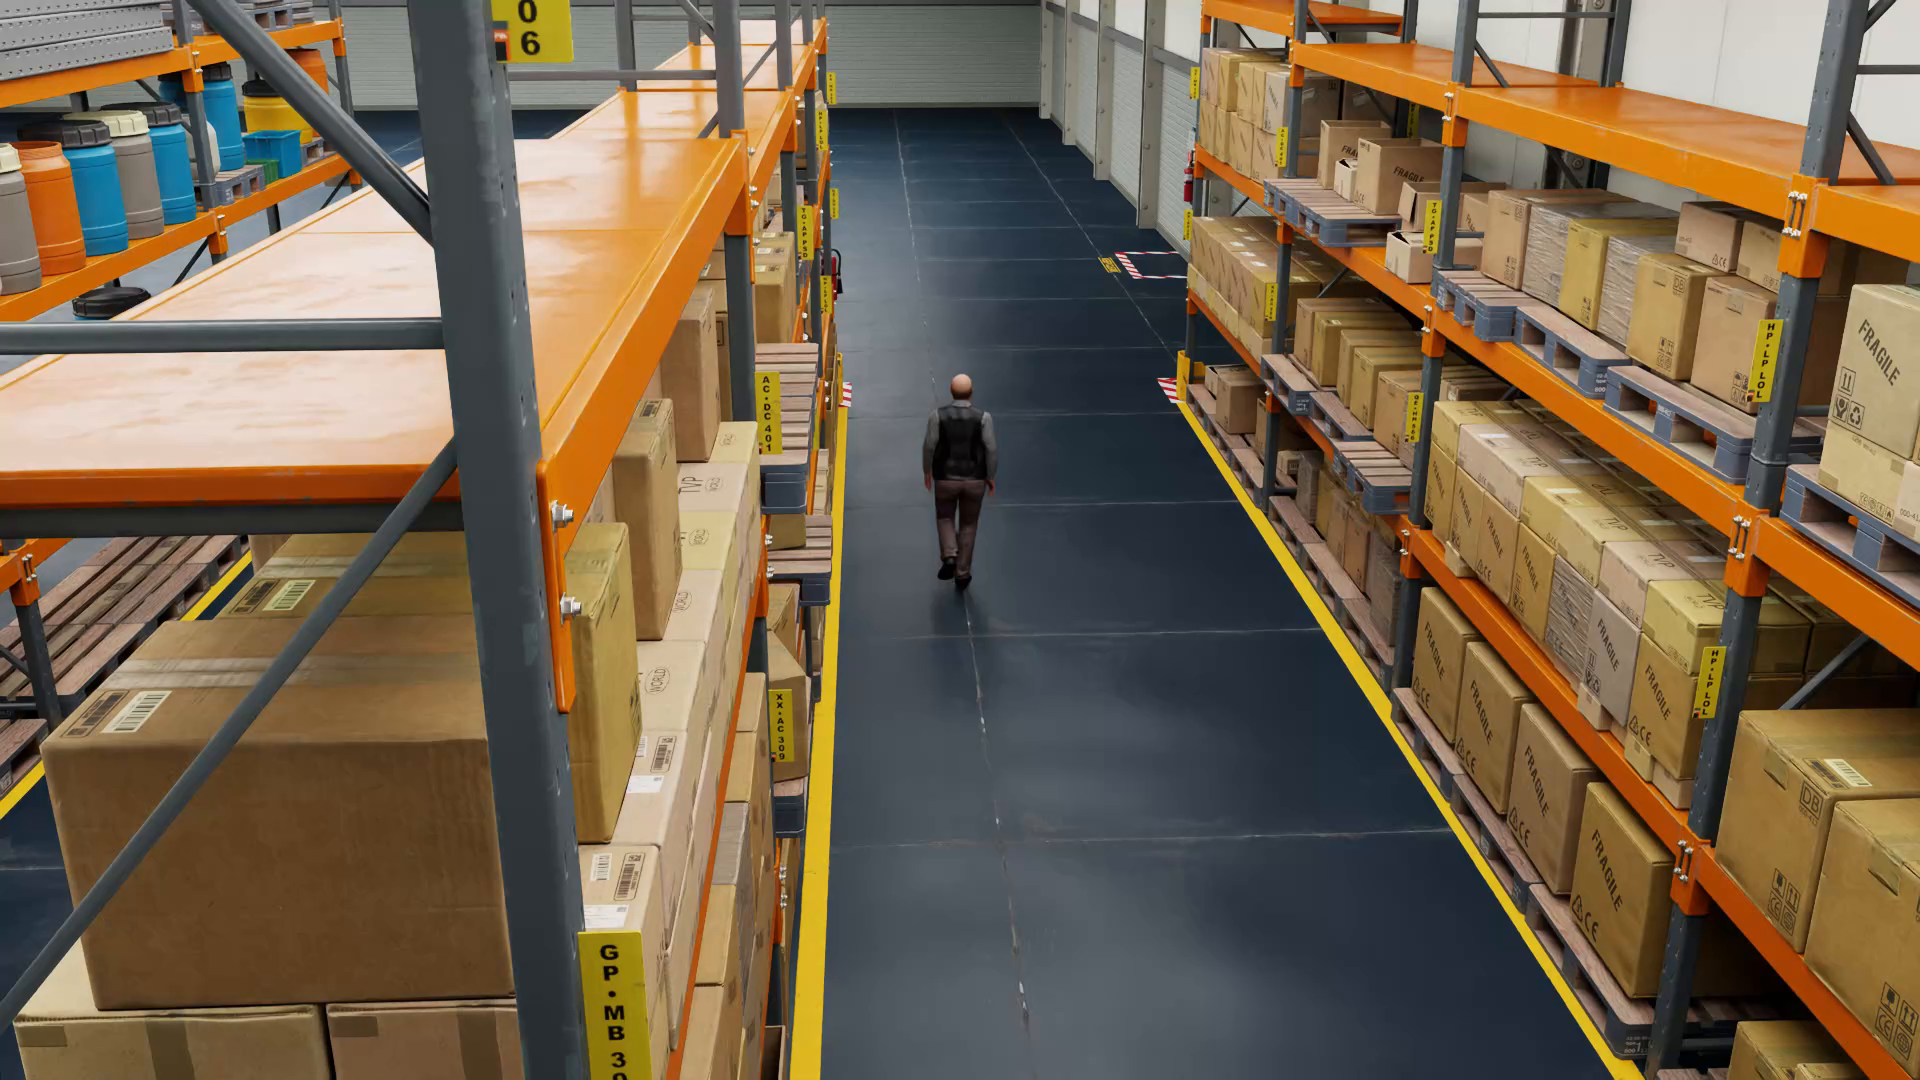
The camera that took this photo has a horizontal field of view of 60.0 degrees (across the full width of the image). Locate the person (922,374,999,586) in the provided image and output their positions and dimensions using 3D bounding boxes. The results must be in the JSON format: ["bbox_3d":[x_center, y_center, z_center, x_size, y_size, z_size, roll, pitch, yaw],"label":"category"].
[{"bbox_3d":[0.002,-0.447,13.171,0.602,1.708,0.527,0,20,1],"label":"person"}]
